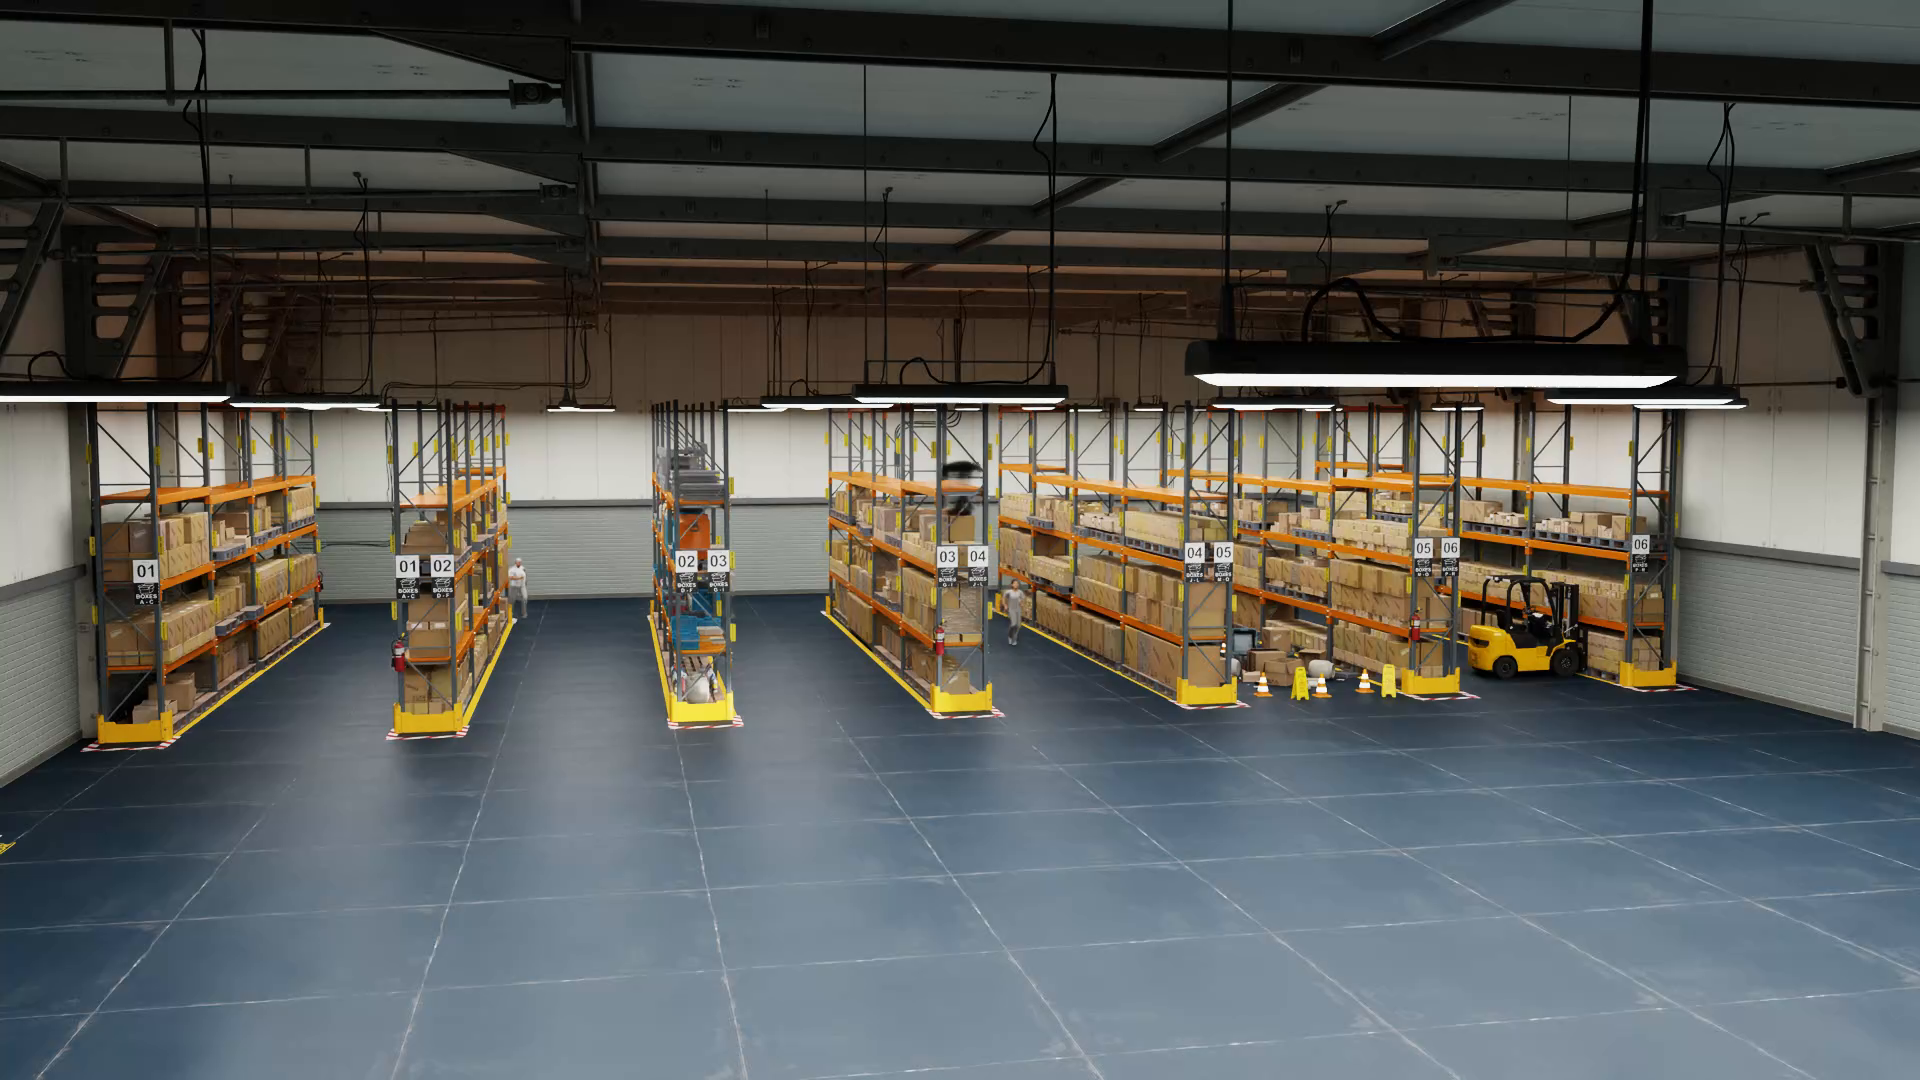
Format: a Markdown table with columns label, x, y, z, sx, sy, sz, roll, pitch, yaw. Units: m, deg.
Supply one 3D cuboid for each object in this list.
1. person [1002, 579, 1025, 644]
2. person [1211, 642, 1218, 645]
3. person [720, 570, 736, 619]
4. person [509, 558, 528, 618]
| label | x | y | z | sx | sy | sz | roll | pitch | yaw |
| --- | --- | --- | --- | --- | --- | --- | --- | --- | --- |
| person | 1.359 | 1.783 | 41.200 | 0.544 | 1.631 | 0.622 | -1 | 4 | -16 |
| person | 6.122 | 1.839 | 41.487 | 0.692 | 1.496 | 1.047 | -3 | 5 | -32 |
| person | -6.638 | 1.364 | 46.949 | 0.618 | 1.658 | 0.890 | -3 | 5 | -31 |
| person | -12.510 | 1.351 | 47.033 | 0.574 | 1.724 | 0.836 | -4 | 6 | -42 |
